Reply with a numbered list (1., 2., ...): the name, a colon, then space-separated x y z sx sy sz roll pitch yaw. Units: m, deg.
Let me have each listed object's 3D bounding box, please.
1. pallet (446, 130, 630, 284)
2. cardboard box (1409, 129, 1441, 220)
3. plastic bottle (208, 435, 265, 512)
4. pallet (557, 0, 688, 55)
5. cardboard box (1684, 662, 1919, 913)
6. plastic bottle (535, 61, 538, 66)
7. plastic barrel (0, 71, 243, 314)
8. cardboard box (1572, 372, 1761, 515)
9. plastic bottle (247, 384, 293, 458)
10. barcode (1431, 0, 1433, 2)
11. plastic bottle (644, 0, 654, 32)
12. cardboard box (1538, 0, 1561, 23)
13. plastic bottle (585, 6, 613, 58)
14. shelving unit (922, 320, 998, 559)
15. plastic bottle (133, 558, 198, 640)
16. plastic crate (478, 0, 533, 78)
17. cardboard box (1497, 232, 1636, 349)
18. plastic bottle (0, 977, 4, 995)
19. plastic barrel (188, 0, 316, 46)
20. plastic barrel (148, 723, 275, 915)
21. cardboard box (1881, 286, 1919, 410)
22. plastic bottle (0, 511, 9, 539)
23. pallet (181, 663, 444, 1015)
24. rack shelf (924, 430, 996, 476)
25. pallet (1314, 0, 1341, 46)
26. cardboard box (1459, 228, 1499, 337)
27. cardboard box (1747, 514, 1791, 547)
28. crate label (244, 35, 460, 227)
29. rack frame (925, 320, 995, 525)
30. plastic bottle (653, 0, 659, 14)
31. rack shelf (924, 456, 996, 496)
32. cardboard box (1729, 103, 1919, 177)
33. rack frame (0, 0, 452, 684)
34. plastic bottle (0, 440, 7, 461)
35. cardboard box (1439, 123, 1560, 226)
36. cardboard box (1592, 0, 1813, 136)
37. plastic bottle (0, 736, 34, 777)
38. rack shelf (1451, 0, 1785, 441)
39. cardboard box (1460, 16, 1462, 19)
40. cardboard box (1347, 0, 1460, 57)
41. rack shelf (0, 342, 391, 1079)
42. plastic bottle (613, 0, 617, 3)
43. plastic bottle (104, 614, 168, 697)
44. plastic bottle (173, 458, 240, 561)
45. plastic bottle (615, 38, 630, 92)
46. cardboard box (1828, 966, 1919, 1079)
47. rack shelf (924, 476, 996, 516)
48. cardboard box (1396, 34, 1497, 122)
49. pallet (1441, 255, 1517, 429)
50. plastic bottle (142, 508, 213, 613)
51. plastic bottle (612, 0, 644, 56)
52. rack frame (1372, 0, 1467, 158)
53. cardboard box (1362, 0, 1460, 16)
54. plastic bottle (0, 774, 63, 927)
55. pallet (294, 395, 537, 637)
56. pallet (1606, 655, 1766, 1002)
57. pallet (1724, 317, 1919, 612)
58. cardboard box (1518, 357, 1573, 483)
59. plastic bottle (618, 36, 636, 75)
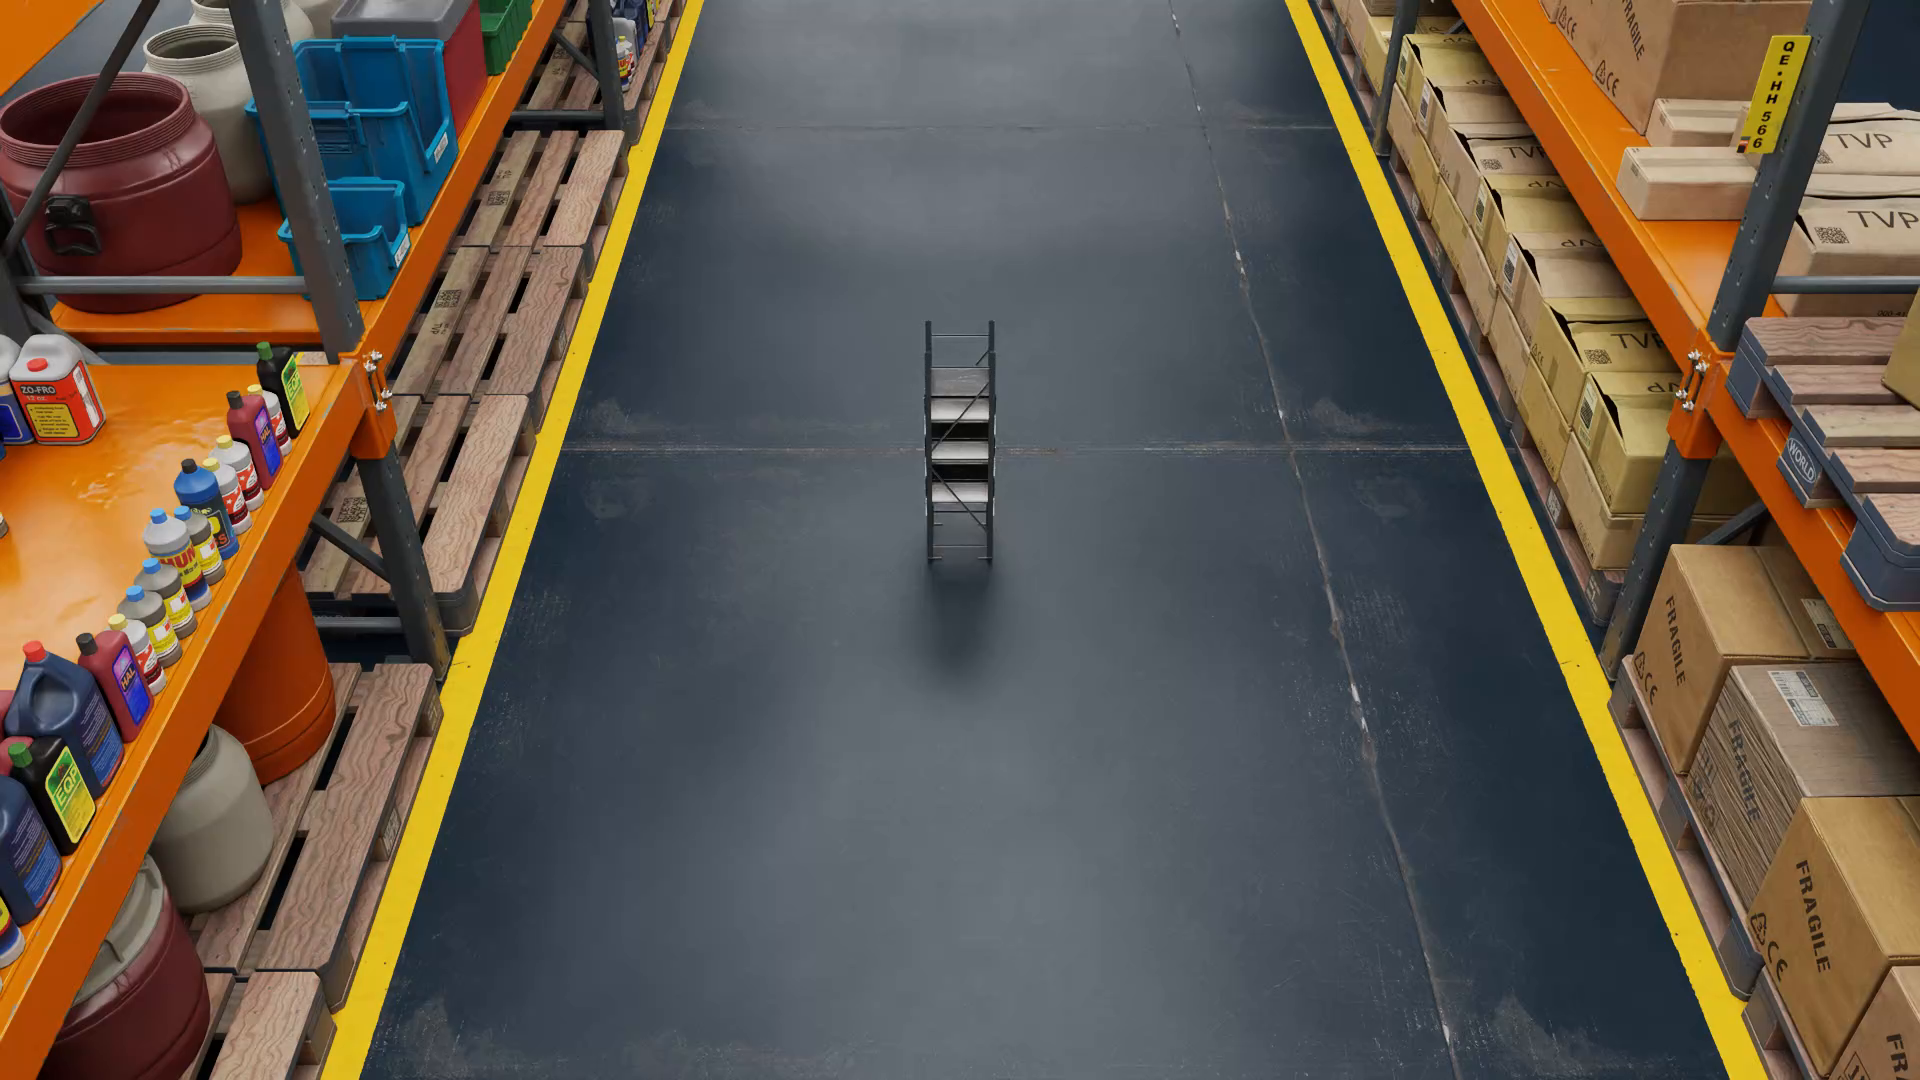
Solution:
1. pallet: -2.218 -1.644 8.132 1.003 0.211 1.213 0 39 0
2. cardboard box: 2.447 -1.743 7.889 0.500 0.250 0.500 1 39 1
3. plastic bottle: -1.844 -0.175 4.228 0.097 0.201 0.097 0 39 0
4. pallet: -2.221 -3.320 10.224 1.003 0.211 1.213 0 39 0
5. cardboard box: 2.421 0.693 4.633 0.500 0.500 0.500 -1 39 -2
6. plastic bottle: -2.403 -2.763 9.066 0.144 0.351 0.185 0 39 0
7. plastic barrel: -2.557 -1.064 5.071 0.600 0.536 0.708 0 39 0
8. cardboard box: 2.453 -0.360 5.715 0.500 0.311 0.500 1 39 1
9. plastic bottle: -1.844 -0.319 4.408 0.097 0.201 0.097 0 39 0
10. barcode: 2.279 -2.635 8.019 0.001 0.075 0.075 0 39 0
11. plastic bottle: -1.803 -3.061 9.491 0.061 0.283 0.133 2 39 2
12. cardboard box: 2.680 -2.453 6.833 0.500 0.500 0.500 3 39 3
13. plastic bottle: -1.988 -2.866 9.194 0.144 0.351 0.185 0 39 0
14. shelving unit: 0.000 -0.346 5.962 0.258 0.900 0.210 0 39 0
15. plastic bottle: -1.844 0.130 3.848 0.097 0.201 0.097 0 39 0
16. plastic crate: -1.974 -2.051 6.580 0.450 0.188 0.662 0 39 0
17. cardboard box: 2.448 -1.000 6.514 0.500 0.311 0.500 0 39 0
18. plastic bottle: -1.842 0.744 3.026 0.097 0.271 0.097 0 39 0
19. plastic barrel: -2.469 -1.672 5.848 0.421 0.512 0.421 0 39 0
20. plastic barrel: -2.146 0.744 4.576 0.421 0.512 0.421 0 39 0
21. cardboard box: 2.813 -0.532 4.099 0.700 0.500 0.500 -12 40 -15
22. plastic bottle: -2.451 -0.095 4.129 0.097 0.201 0.097 0 39 0
23. pallet: -2.211 0.860 5.008 1.003 0.211 1.213 0 39 0
24. rack shelf: 0.000 -0.320 5.983 0.258 0.077 0.200 0 39 0
25. pallet: 2.732 -3.398 10.322 1.003 0.211 1.213 0 39 0
26. cardboard box: 2.450 -1.101 7.088 0.500 0.250 0.500 1 39 1
27. cardboard box: 2.993 -0.141 5.891 0.500 0.250 0.500 0 39 0
28. crate label: -1.984 -1.357 5.516 0.502 0.435 0.616 0 39 0
29. rack frame: 0.000 -0.410 6.042 0.240 0.900 0.006 0 39 0
30. plastic bottle: -1.845 -3.250 9.673 0.144 0.351 0.185 0 39 0
31. rack shelf: 0.000 -0.250 6.039 0.258 0.077 0.200 0 39 0
32. cardboard box: 2.893 -1.247 5.479 0.500 0.311 0.500 0 39 -1
33. rack frame: -2.253 -0.721 4.752 1.000 3.000 0.127 0 39 0
34. plastic bottle: -2.603 -0.328 4.363 0.097 0.271 0.097 0 39 0
35. cardboard box: 2.444 -1.638 7.310 0.500 0.311 0.500 -1 39 -2
36. cardboard box: 2.682 -1.811 6.031 0.500 0.500 0.500 -2 39 -2
37. plastic bottle: -1.886 0.491 3.332 0.061 0.283 0.133 0 39 0
38. rack shelf: 2.698 -1.693 6.539 1.077 0.370 4.000 0 39 0
39. cardboard box: 3.002 -2.918 9.355 0.500 0.250 0.500 0 39 0
40. cardboard box: 2.485 -2.917 9.355 0.500 0.250 0.500 0 39 0
41. rack shelf: -2.251 0.810 3.416 1.077 0.370 4.000 0 39 0
42. plastic bottle: -1.993 -3.205 9.677 0.152 0.276 0.135 0 39 0
43. plastic bottle: -1.843 0.251 3.697 0.097 0.201 0.097 0 39 0
44. plastic bottle: -1.844 -0.080 4.054 0.097 0.271 0.097 0 39 0
45. plastic bottle: -1.820 -2.529 8.838 0.097 0.271 0.097 0 39 0
46. cardboard box: 2.422 1.333 3.835 0.500 0.500 0.500 -1 39 -2
47. rack shelf: 0.000 -0.180 6.096 0.258 0.077 0.200 0 39 0
48. cardboard box: 2.447 -2.275 8.105 0.500 0.311 0.500 0 39 0
49. pallet: 2.739 -0.910 7.217 1.003 0.211 1.213 0 39 0
50. plastic bottle: -1.844 0.041 3.903 0.097 0.271 0.097 0 39 0
51. plastic bottle: -1.844 -2.866 9.194 0.144 0.351 0.185 1 39 1
52. rack frame: 2.695 -3.224 7.874 1.000 3.000 0.127 0 39 0
53. cardboard box: 2.487 -3.210 9.120 0.500 0.500 0.500 0 39 0
54. plastic bottle: -1.866 0.564 3.187 0.144 0.351 0.185 0 39 0
55. pallet: -2.216 -0.118 6.228 1.003 0.211 1.213 0 39 0
56. pallet: 2.663 0.832 5.043 1.003 0.211 1.213 0 39 0
57. pallet: 2.771 -0.224 4.284 1.213 0.211 1.003 0 39 0
58. cardboard box: 2.451 -0.465 6.294 0.500 0.250 0.500 0 39 -1
59. plastic bottle: -1.820 -2.629 9.018 0.097 0.201 0.097 0 39 0
